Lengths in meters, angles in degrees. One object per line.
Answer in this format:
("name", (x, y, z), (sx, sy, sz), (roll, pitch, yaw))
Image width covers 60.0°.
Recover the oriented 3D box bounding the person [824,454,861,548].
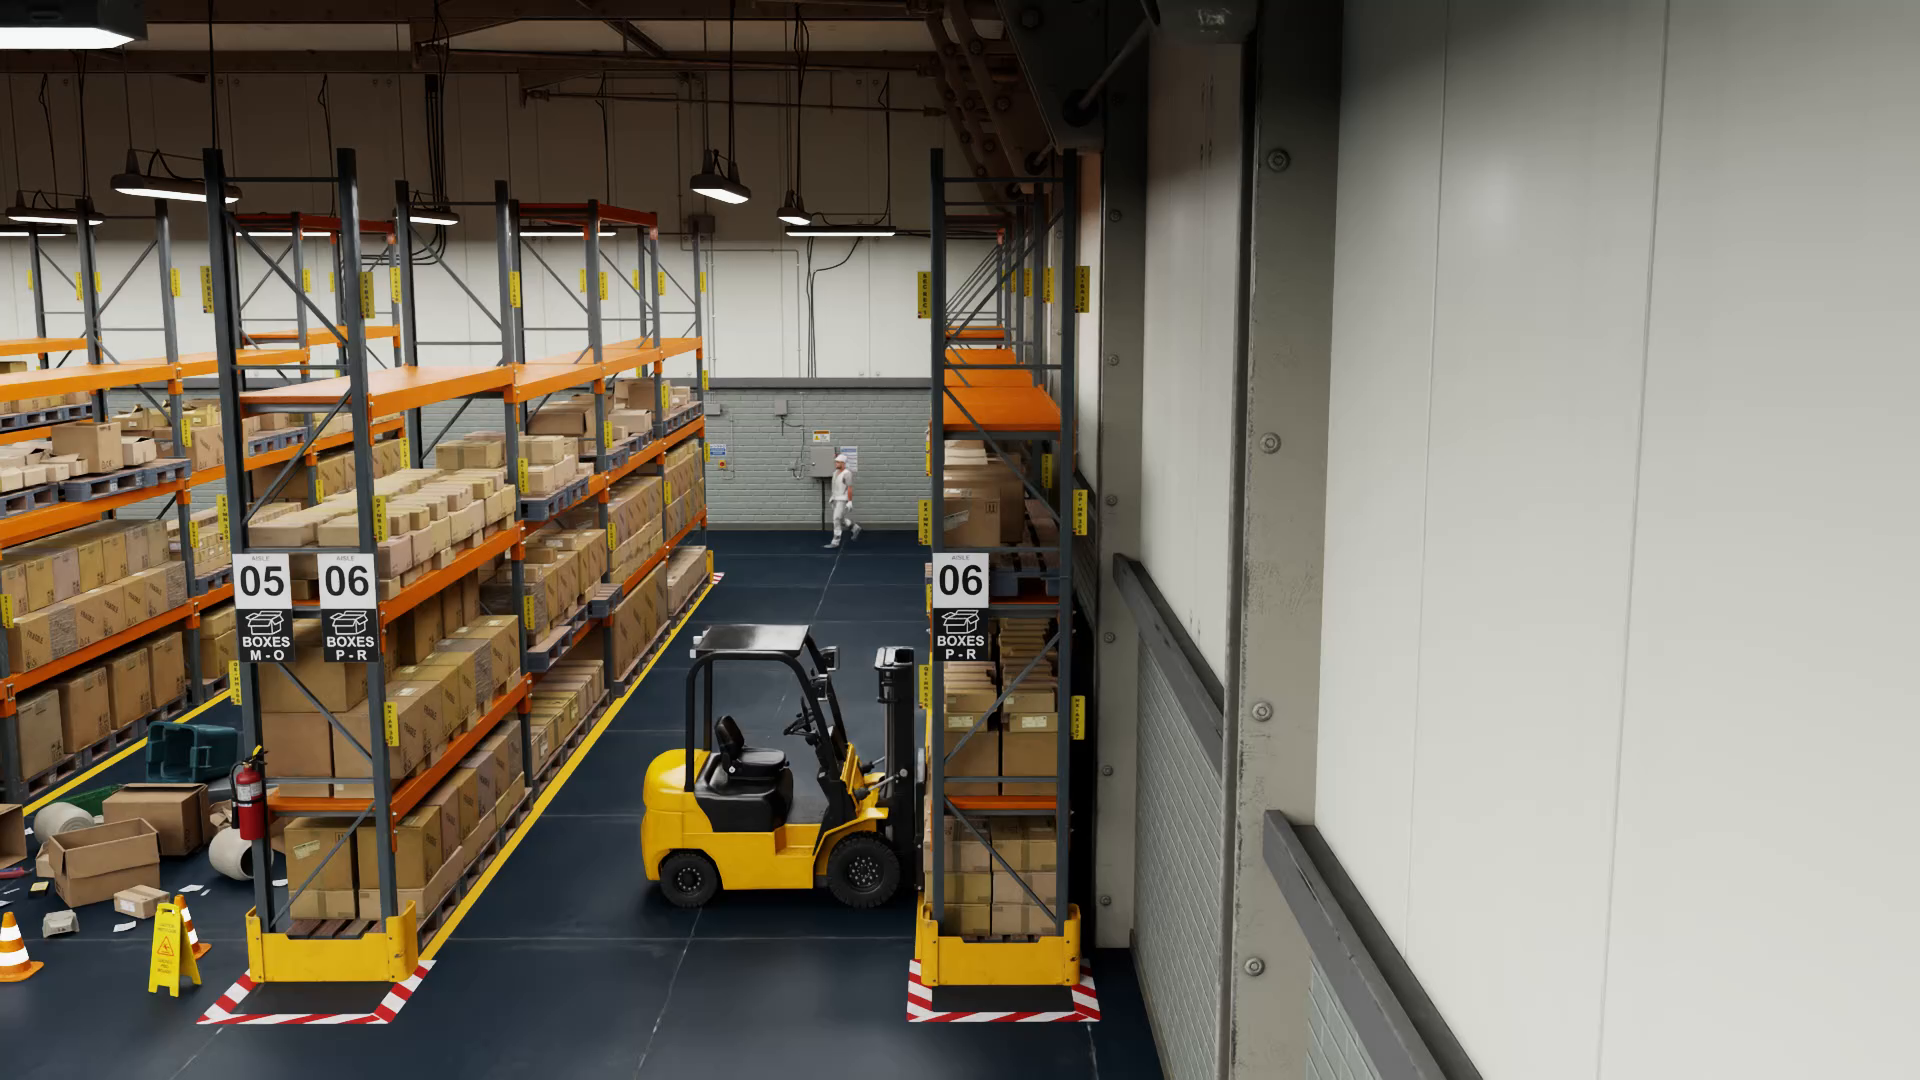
("person", (-2.212, -0.748, 31.512), (0.838, 1.775, 0.569), (-6, 11, -32))
